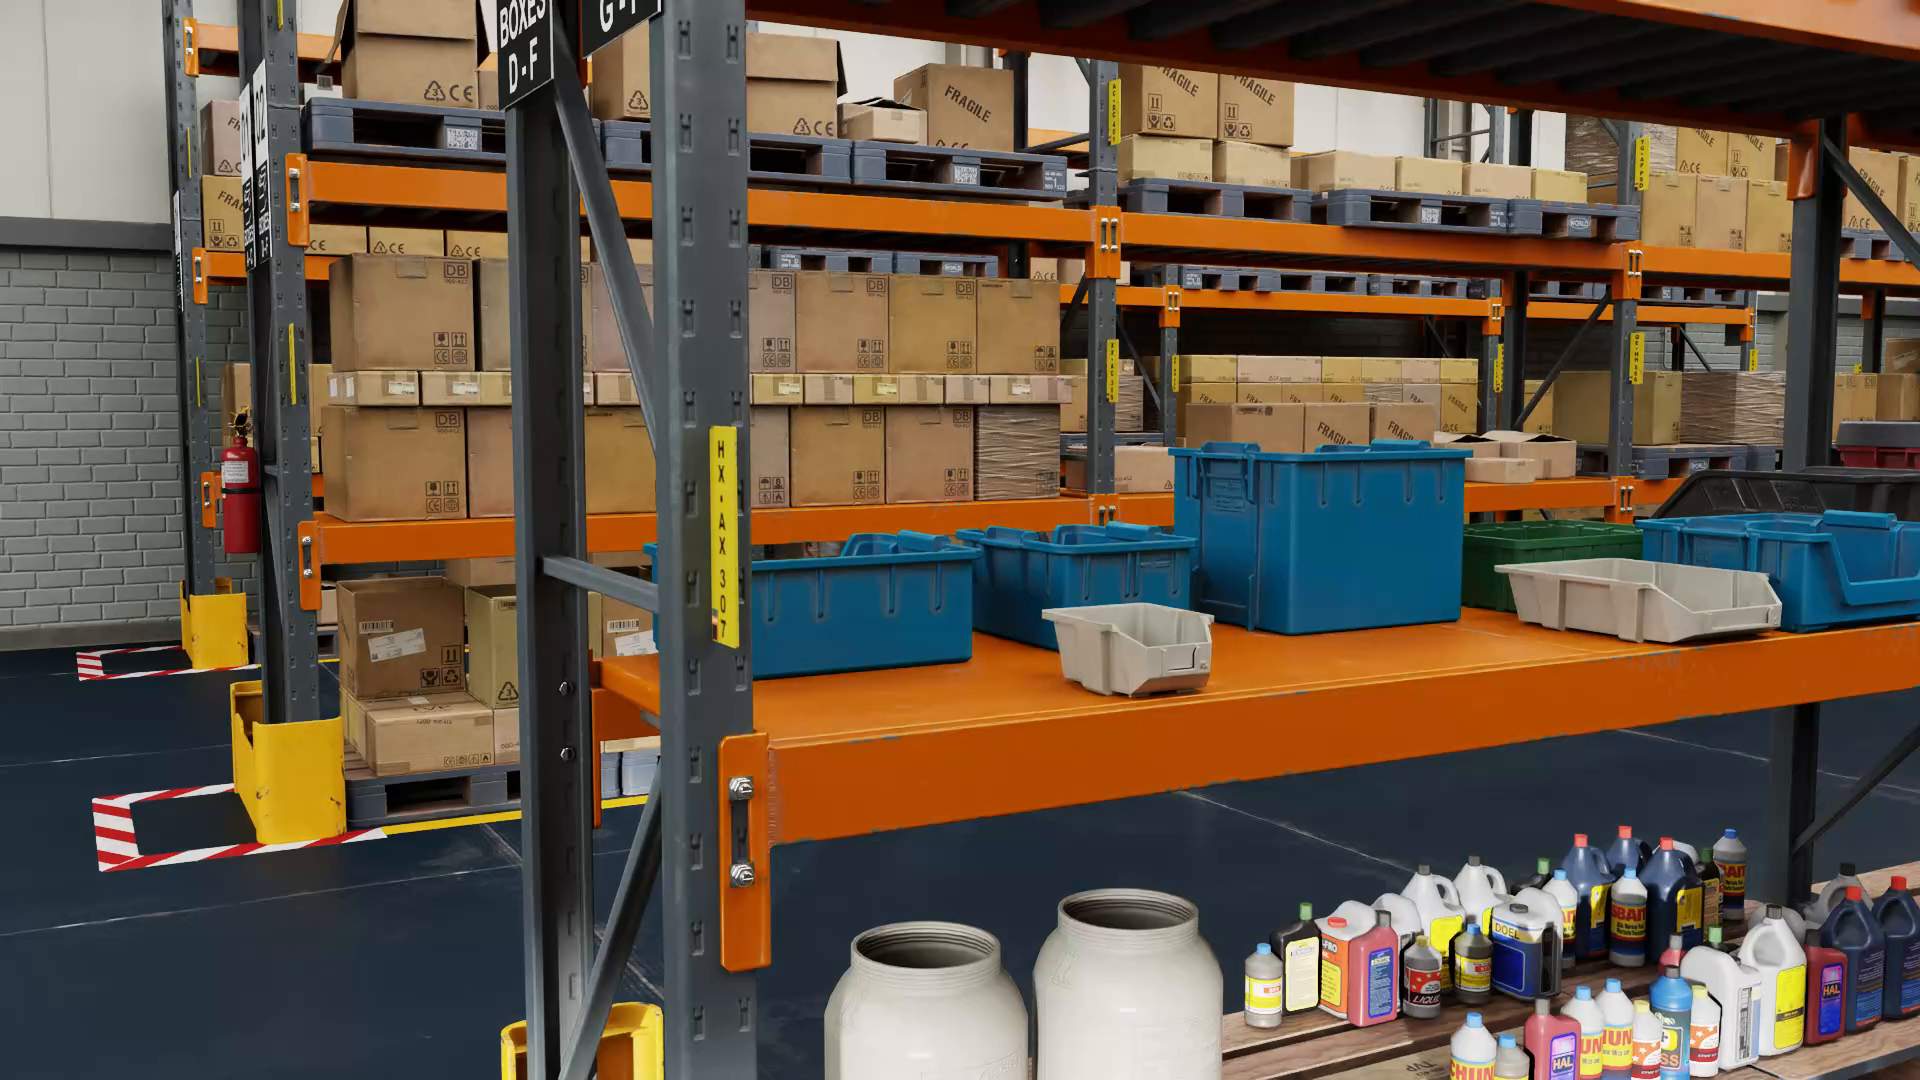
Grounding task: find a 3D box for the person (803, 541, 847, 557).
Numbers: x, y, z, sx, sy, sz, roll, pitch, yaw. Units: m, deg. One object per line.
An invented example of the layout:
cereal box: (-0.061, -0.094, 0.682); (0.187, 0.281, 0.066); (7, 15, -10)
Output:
person: (-0.830, -0.064, 11.899); (0.626, 1.758, 0.458); (-3, 6, -29)
